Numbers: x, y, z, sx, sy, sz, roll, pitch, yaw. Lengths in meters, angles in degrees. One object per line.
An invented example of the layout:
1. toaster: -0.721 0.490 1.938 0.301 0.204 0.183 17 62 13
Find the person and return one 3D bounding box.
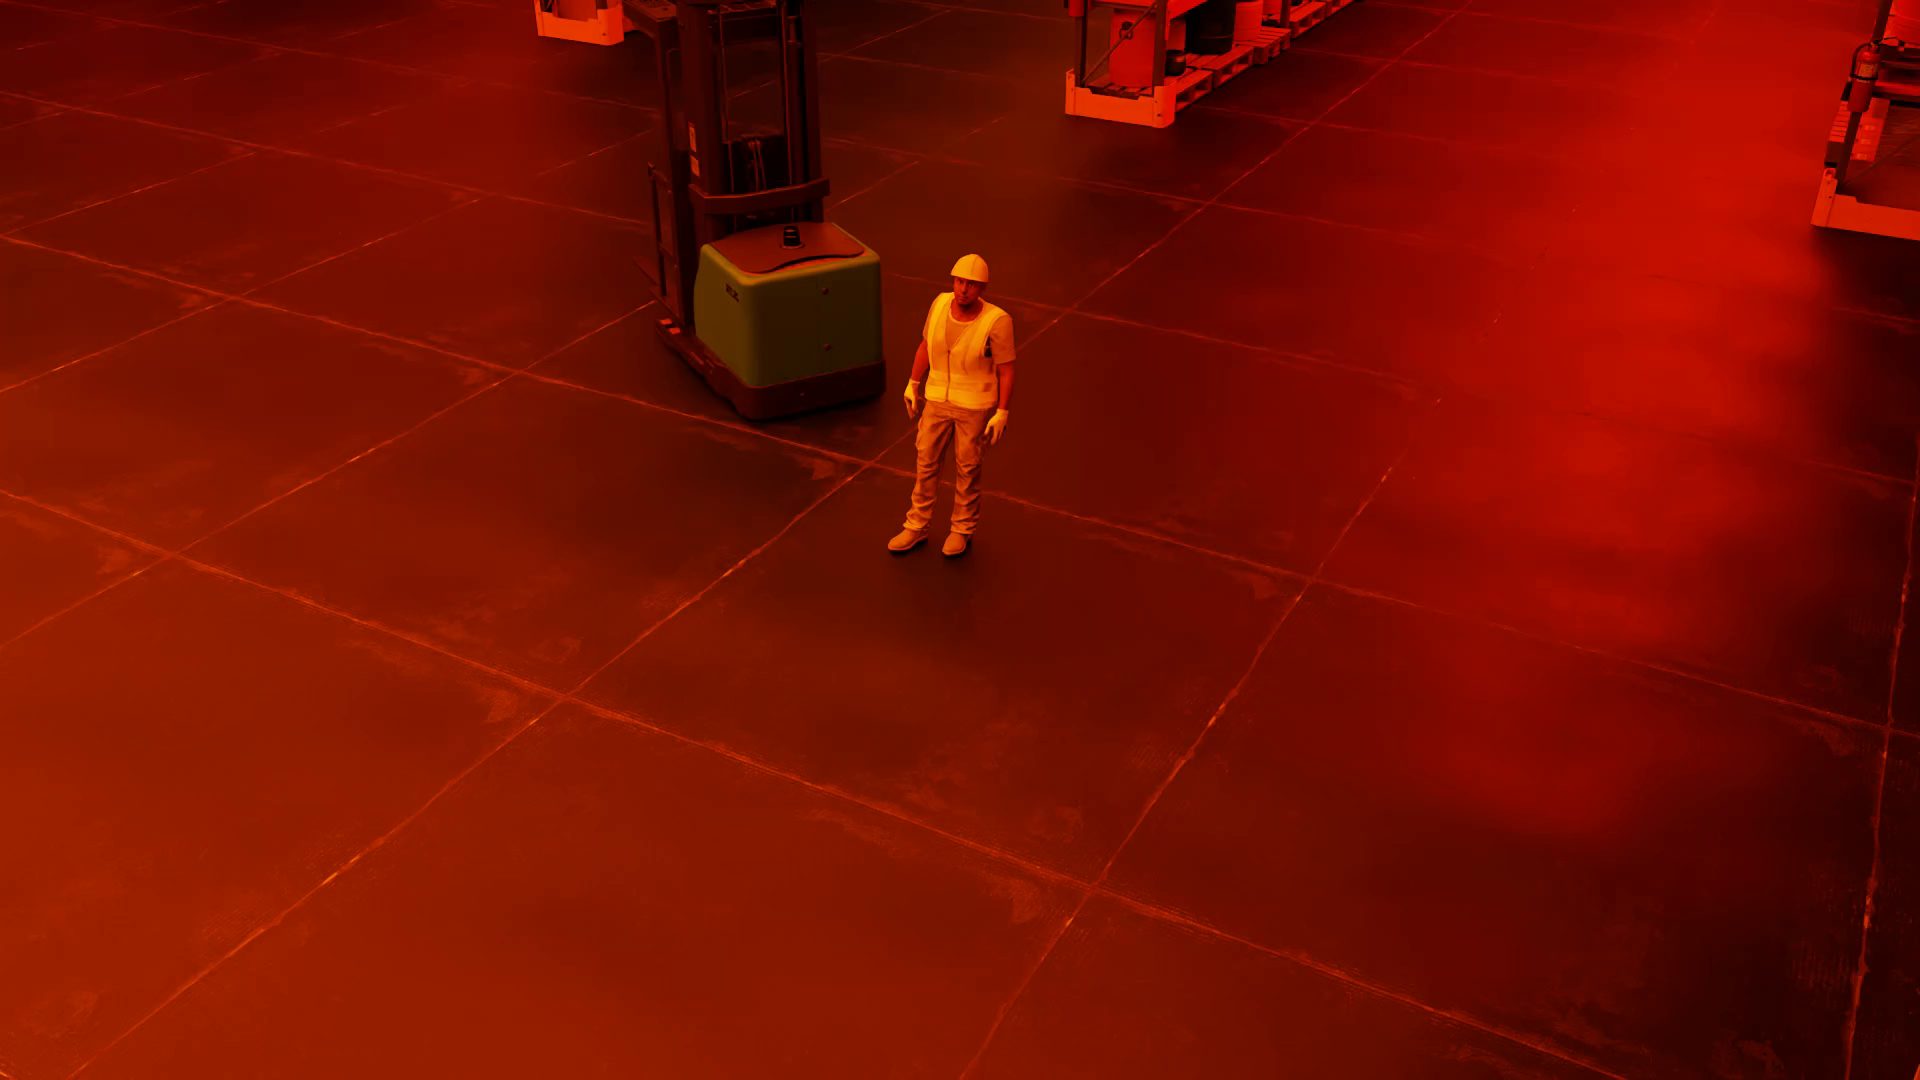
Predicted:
1. person: -0.042 -0.746 9.503 0.656 1.779 0.574 15 33 25

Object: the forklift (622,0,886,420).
1. forklift: -1.660 -2.792 11.908 1.130 2.935 3.031 -15 33 -24
